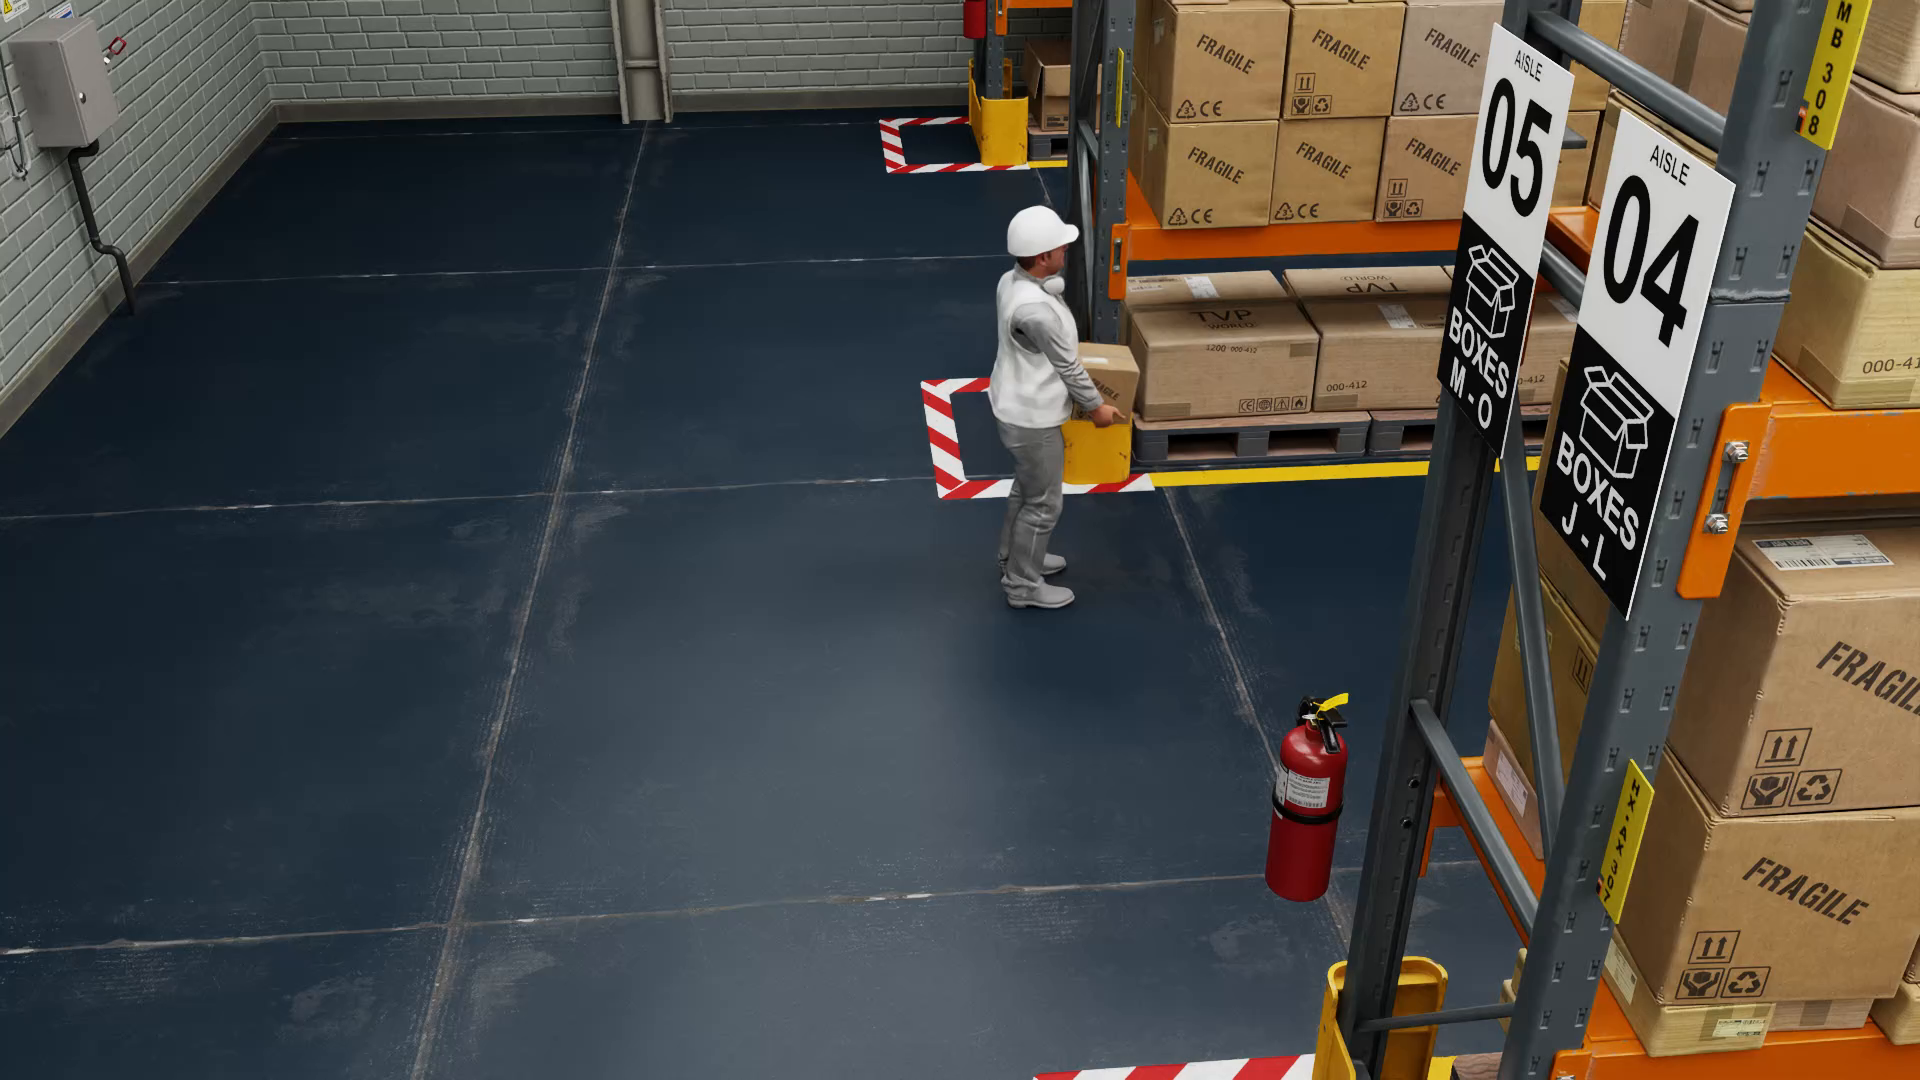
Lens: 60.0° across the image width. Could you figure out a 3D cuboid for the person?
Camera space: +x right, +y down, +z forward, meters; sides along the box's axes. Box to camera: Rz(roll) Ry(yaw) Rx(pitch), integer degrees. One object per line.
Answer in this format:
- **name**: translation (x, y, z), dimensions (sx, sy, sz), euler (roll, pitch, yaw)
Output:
- **person**: translation (0.400, -0.563, 7.052), dimensions (0.552, 1.772, 0.495), euler (-3, 31, -5)
